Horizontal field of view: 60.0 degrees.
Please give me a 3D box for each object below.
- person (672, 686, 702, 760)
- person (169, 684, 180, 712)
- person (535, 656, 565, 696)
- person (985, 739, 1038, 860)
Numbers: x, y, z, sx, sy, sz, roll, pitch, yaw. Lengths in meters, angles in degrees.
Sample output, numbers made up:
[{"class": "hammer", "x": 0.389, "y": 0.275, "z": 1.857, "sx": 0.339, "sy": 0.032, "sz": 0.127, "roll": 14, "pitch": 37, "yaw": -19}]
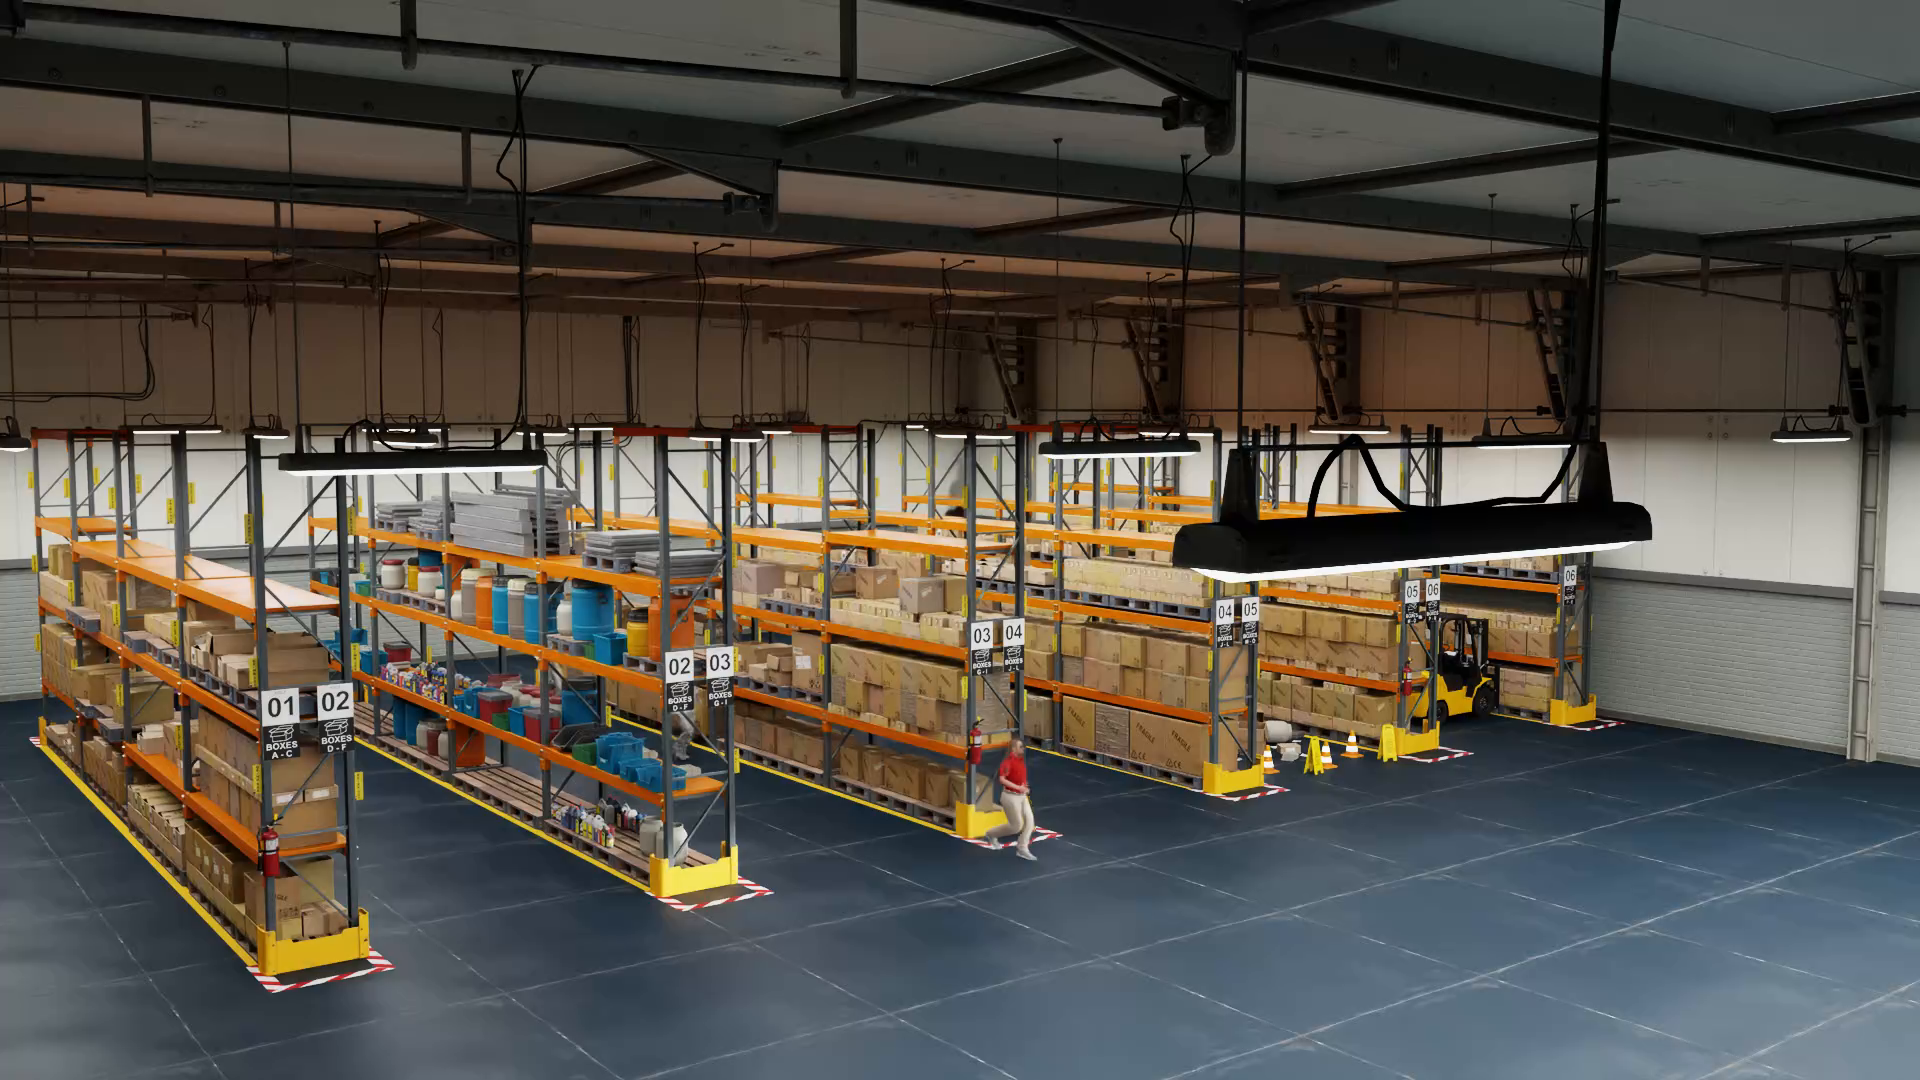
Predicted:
[{"class": "person", "x": -4.912, "y": 3.096, "z": 29.893, "sx": 0.636, "sy": 1.739, "sz": 0.670, "roll": 4, "pitch": 6, "yaw": 40}, {"class": "person", "x": -15.437, "y": 2.995, "z": 32.731, "sx": 0.631, "sy": 1.602, "sz": 0.576, "roll": 3, "pitch": 5, "yaw": 29}, {"class": "person", "x": -8.536, "y": 2.740, "z": 34.562, "sx": 0.640, "sy": 1.835, "sz": 0.908, "roll": -3, "pitch": 6, "yaw": -36}, {"class": "person", "x": 0.729, "y": 3.660, "z": 23.477, "sx": 0.766, "sy": 1.735, "sz": 0.700, "roll": 2, "pitch": 5, "yaw": 24}]
